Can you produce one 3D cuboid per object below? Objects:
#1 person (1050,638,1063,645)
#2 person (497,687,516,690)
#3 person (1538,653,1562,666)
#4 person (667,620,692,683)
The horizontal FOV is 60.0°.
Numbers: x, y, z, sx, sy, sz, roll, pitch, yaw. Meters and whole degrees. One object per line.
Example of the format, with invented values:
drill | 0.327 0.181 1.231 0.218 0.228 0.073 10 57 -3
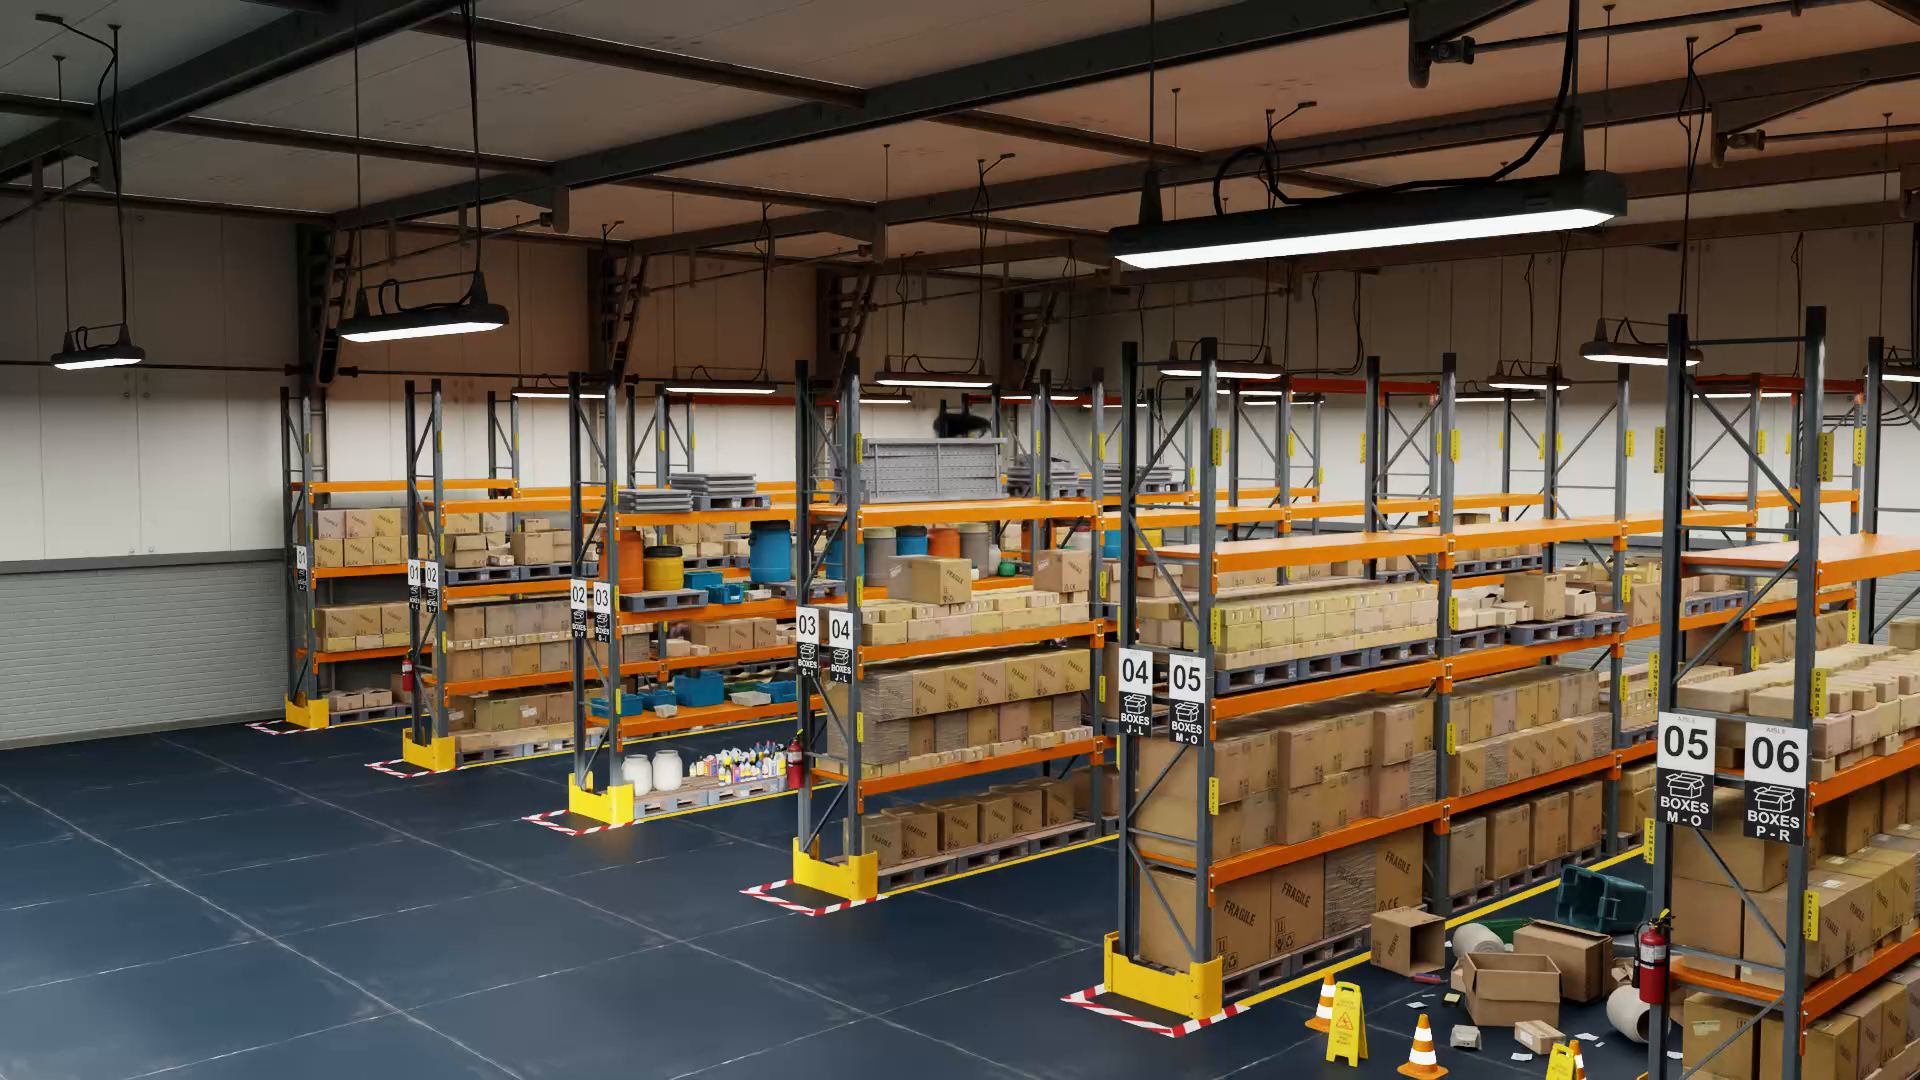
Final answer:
person | 1.809 2.243 31.433 0.663 1.760 0.949 3 5 39
person | -8.013 2.421 29.554 0.660 1.818 0.808 1 4 21
person | 10.951 2.349 31.207 0.663 1.733 1.039 -1 4 -11
person | -5.437 2.246 32.090 0.724 1.743 0.645 3 4 35
